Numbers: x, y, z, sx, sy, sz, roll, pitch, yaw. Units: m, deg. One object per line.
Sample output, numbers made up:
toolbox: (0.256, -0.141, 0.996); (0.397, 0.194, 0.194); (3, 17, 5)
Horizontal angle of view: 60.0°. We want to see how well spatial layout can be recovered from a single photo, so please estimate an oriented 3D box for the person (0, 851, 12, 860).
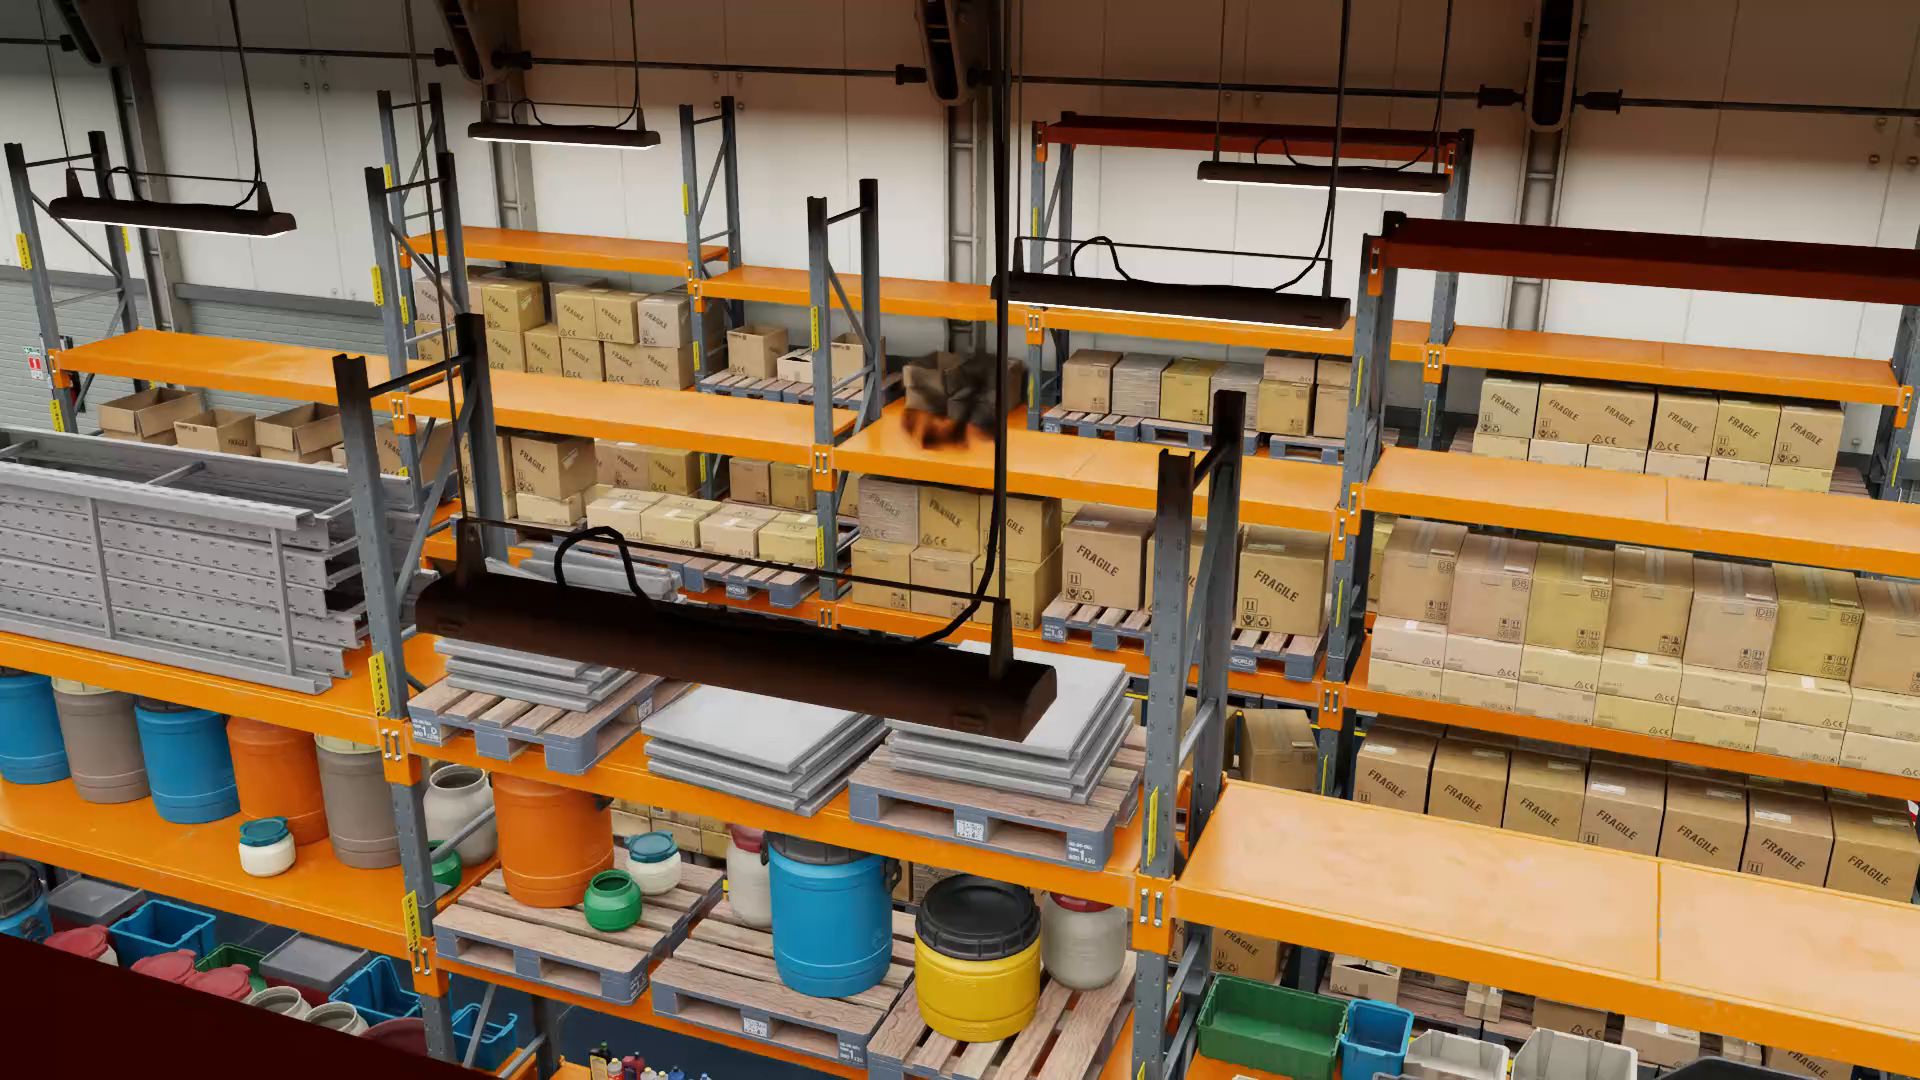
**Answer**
person: (-7.969, 2.392, 13.755); (0.645, 1.642, 0.554); (1, 21, 3)
